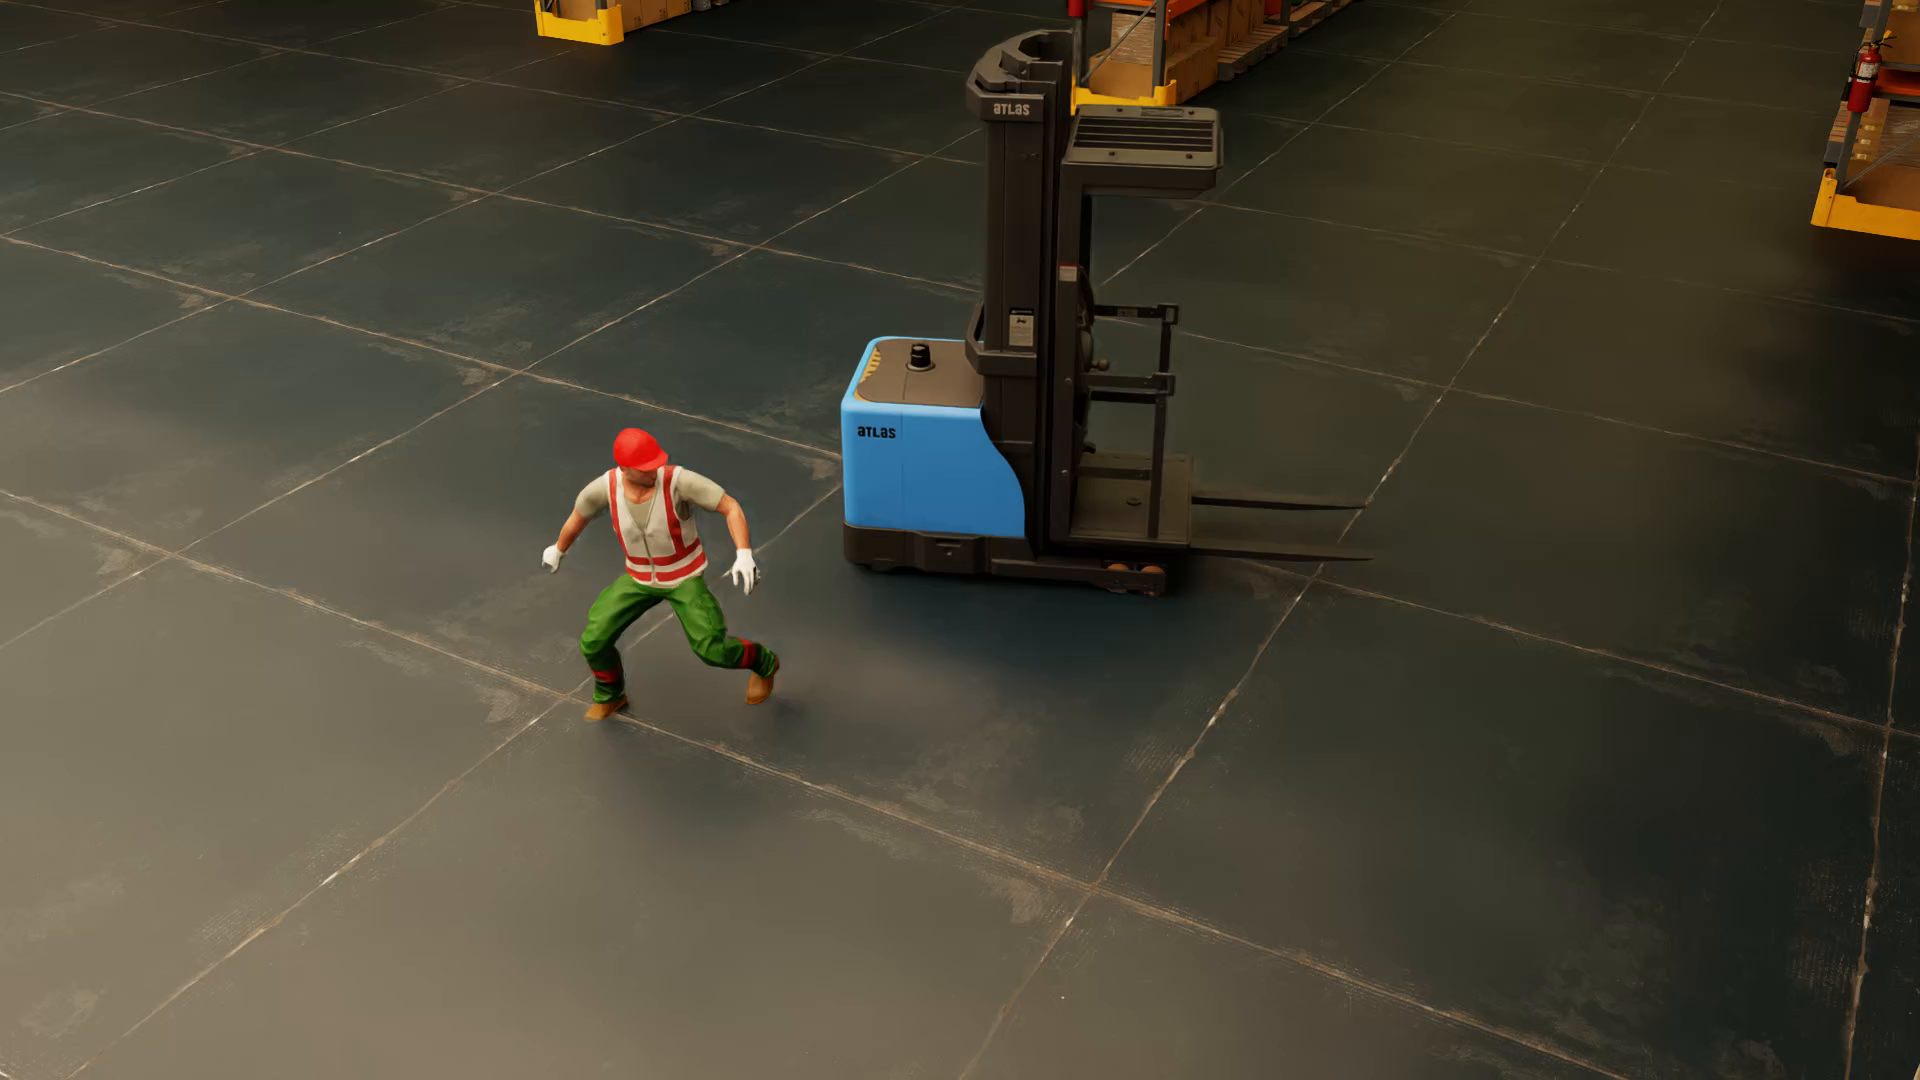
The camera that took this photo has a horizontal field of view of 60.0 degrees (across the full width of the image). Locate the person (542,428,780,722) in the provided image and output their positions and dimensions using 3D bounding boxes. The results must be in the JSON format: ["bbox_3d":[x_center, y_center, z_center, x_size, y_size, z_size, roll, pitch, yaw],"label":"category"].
[{"bbox_3d":[-1.529,0.179,8.130,1.189,1.664,0.510,6,31,10],"label":"person"}]

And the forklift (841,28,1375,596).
[{"bbox_3d":[0.881,-1.237,9.215,3.031,2.935,1.130,4,30,7],"label":"forklift"}]
